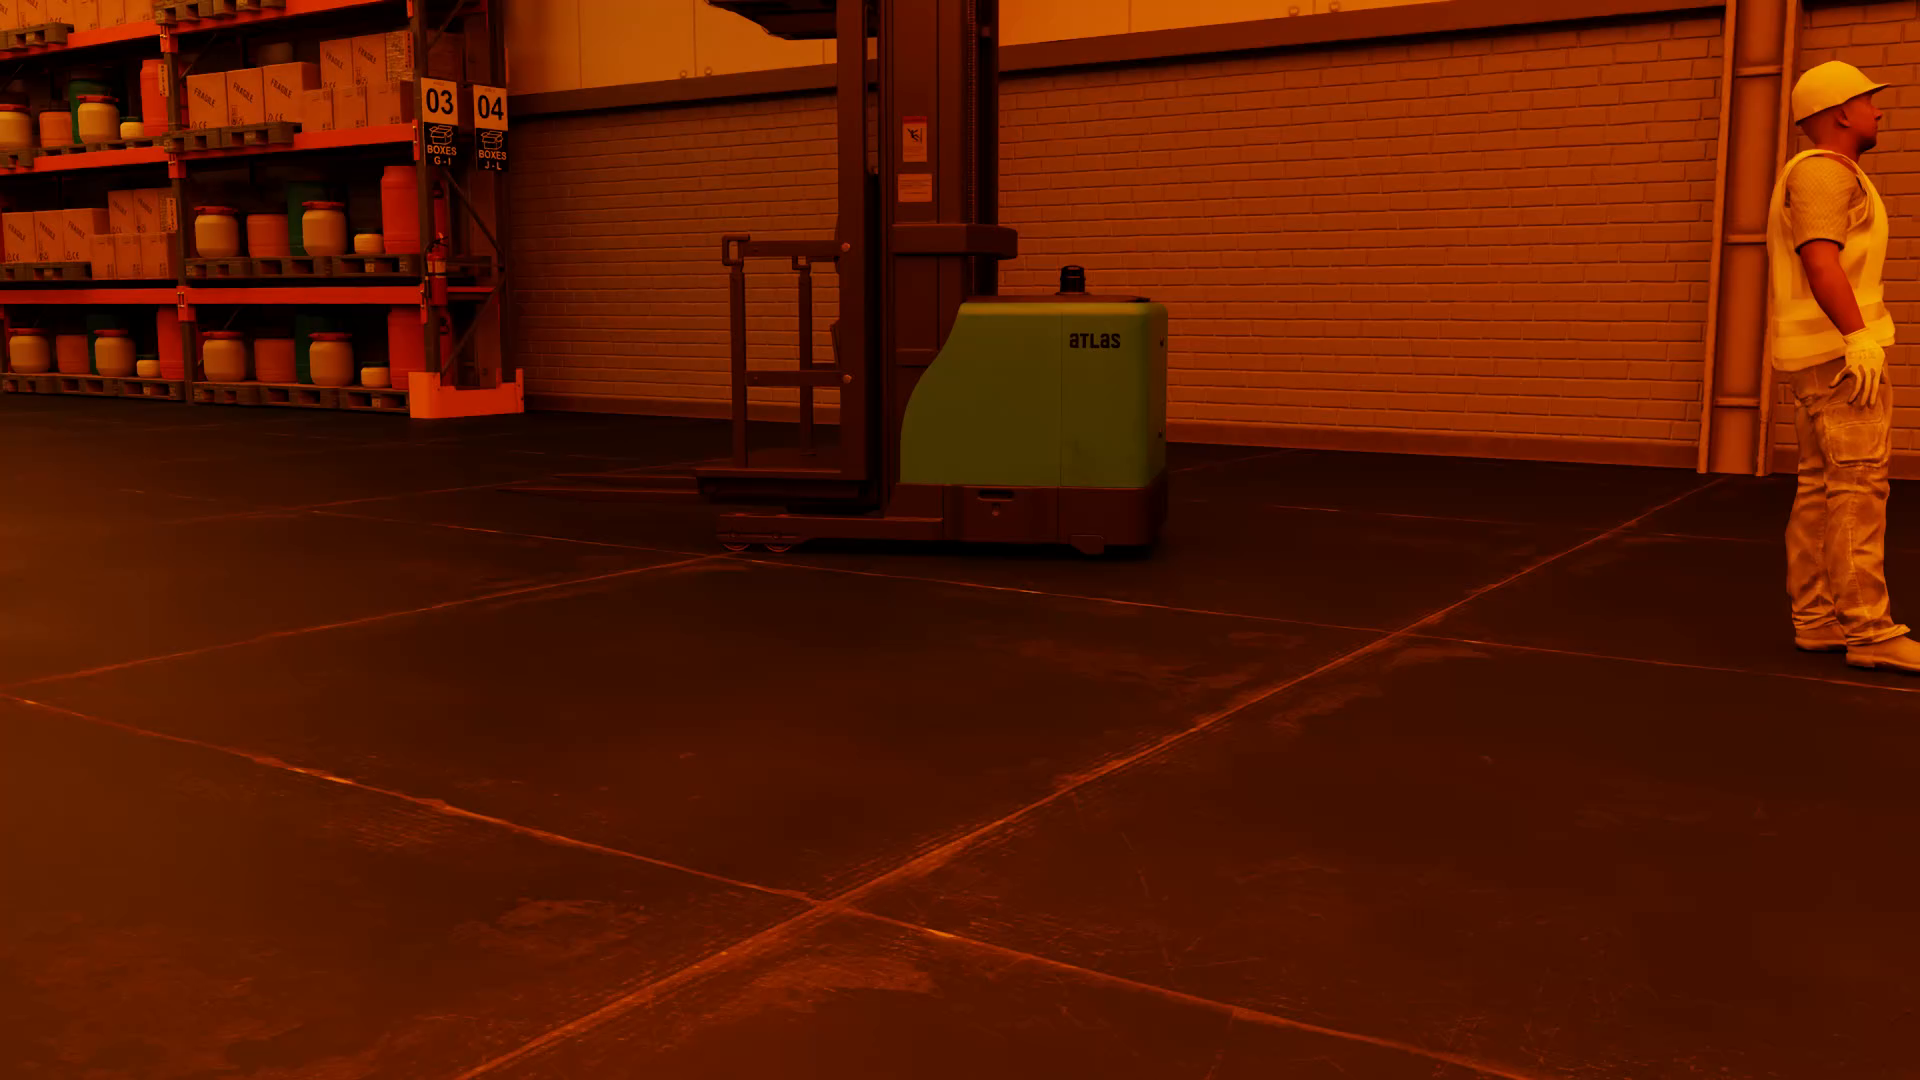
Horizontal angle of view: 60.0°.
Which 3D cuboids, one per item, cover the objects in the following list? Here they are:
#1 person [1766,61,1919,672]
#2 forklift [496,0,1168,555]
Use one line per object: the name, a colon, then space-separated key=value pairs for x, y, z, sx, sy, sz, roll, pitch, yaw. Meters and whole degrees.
person: x=2.729 y=-0.541 z=5.022 sx=0.576 sy=1.784 sz=0.656 roll=3 pitch=9 yaw=21
forklift: x=-0.596 y=-1.469 z=7.520 sx=3.031 sy=2.935 sz=1.130 roll=2 pitch=8 yaw=12
